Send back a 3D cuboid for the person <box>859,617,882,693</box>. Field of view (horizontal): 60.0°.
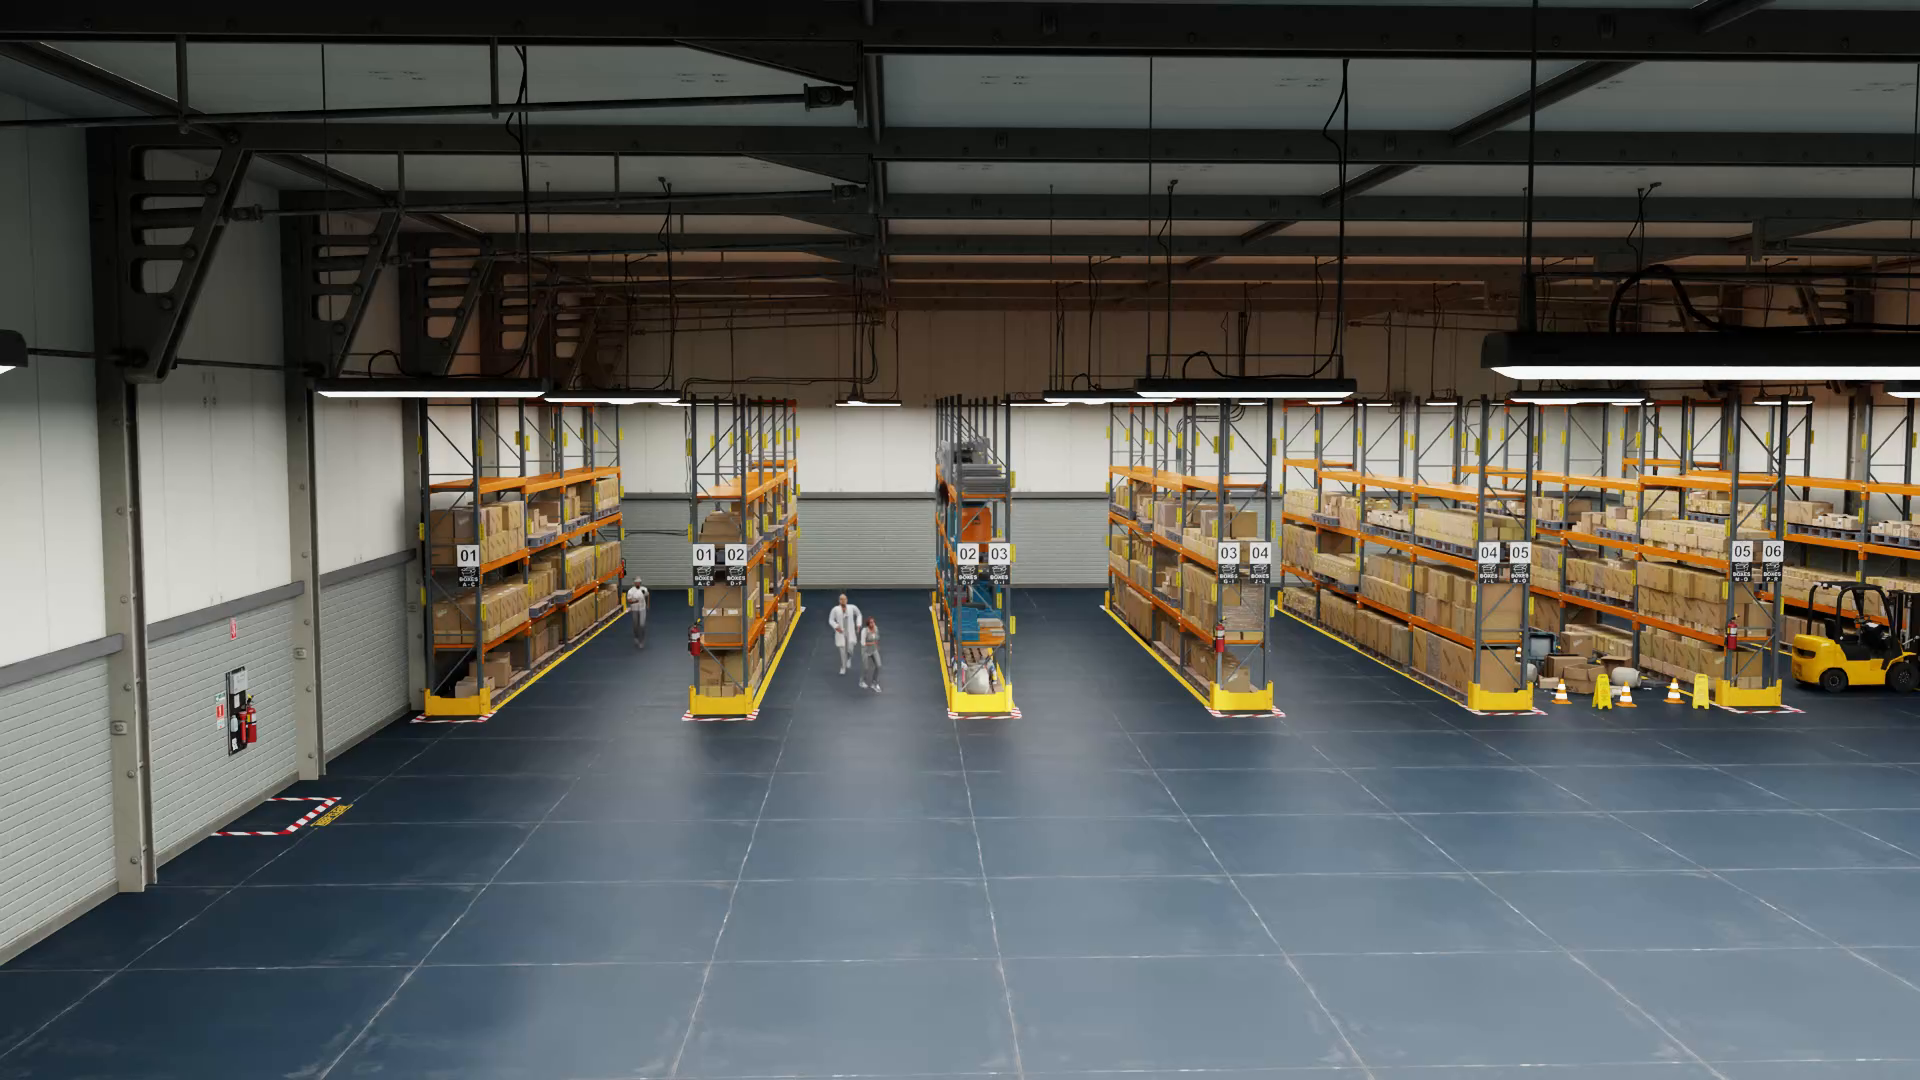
[{"bbox_3d":[-1.830,2.294,33.585,0.464,1.544,0.891,-2,5,-23],"label":"person"}]

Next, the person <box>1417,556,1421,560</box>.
[{"bbox_3d":[12.540,1.294,45.363,0.666,1.749,1.001,-2,5,-26],"label":"person"}]

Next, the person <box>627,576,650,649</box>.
[{"bbox_3d":[-7.735,1.733,39.996,0.525,1.749,0.848,-1,5,-10],"label":"person"}]

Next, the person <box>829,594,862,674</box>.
[{"bbox_3d":[-2.473,2.038,35.866,0.716,1.732,0.701,0,5,-4],"label":"person"}]
